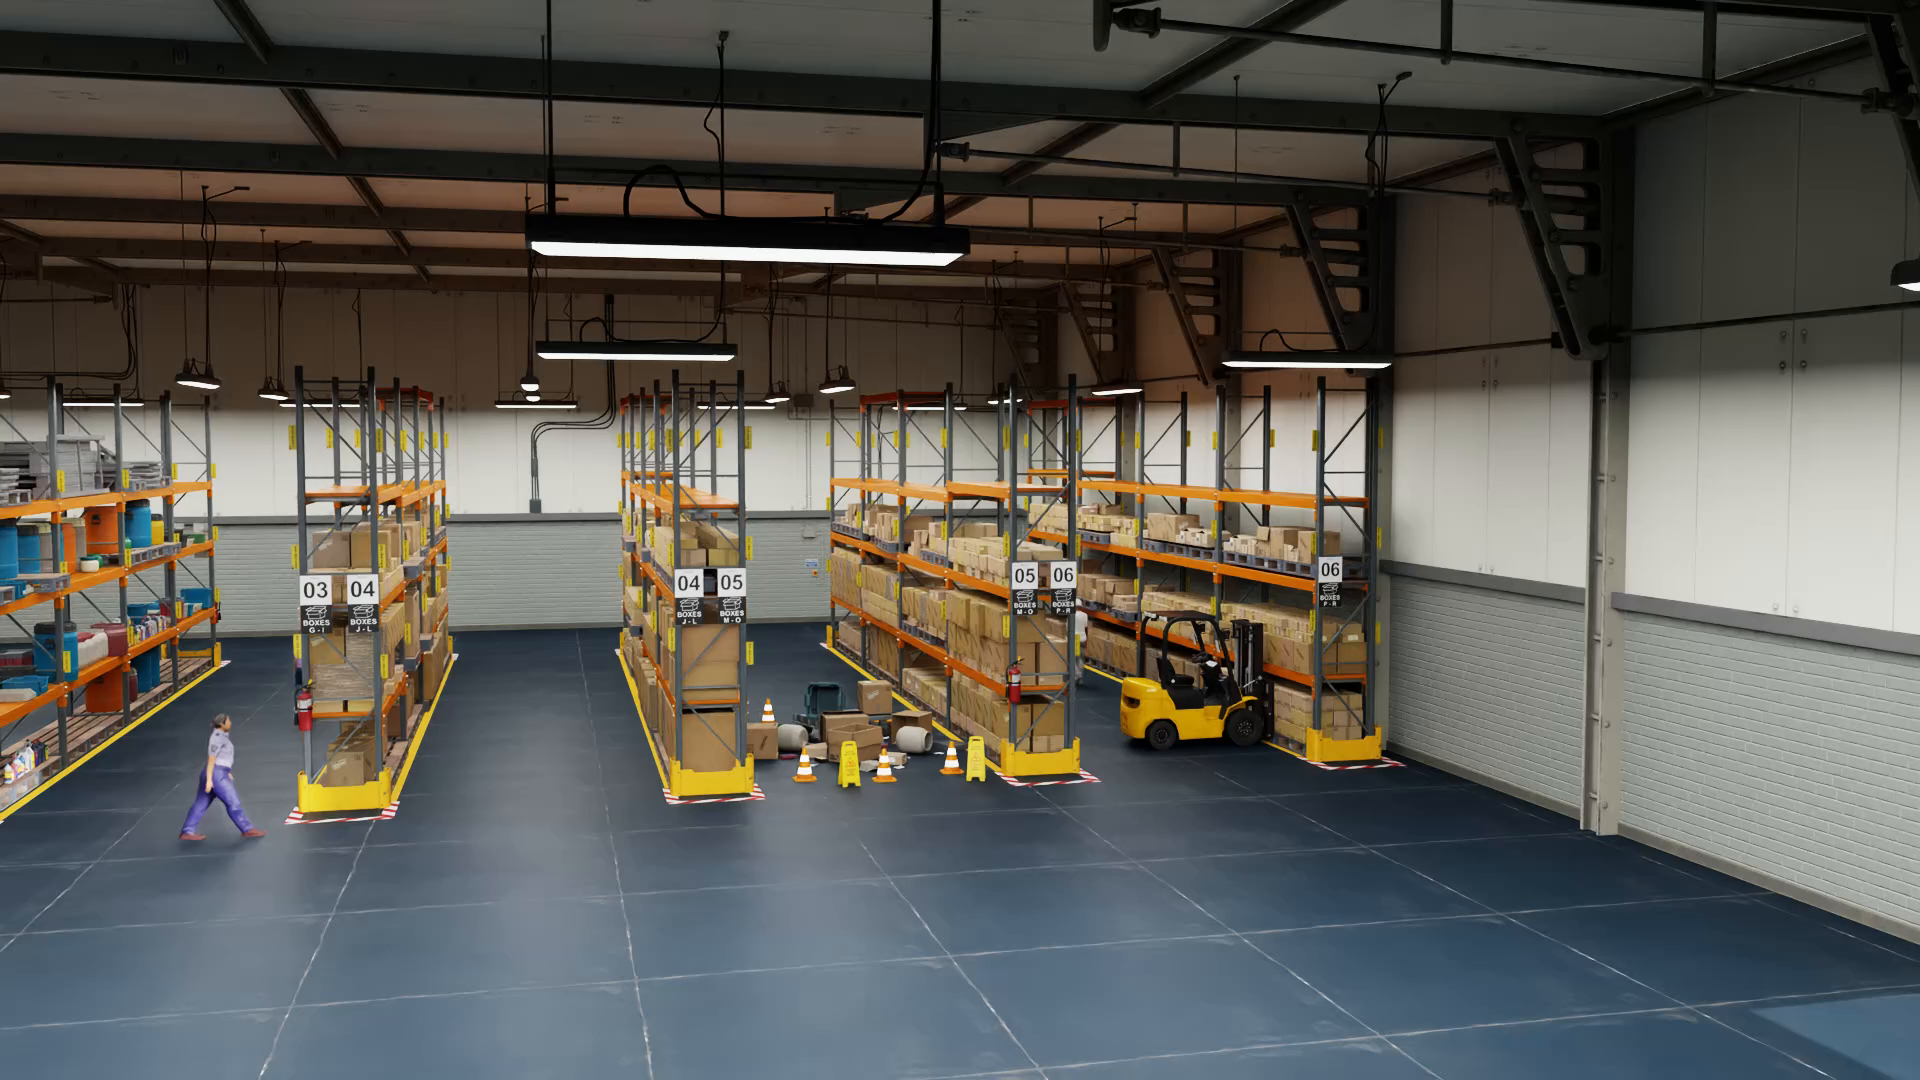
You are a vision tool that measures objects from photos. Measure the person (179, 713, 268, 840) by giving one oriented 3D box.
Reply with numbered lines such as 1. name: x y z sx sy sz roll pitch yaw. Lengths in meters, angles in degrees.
1. person: -9.242 2.944 20.821 0.993 1.572 0.515 -2 4 -29

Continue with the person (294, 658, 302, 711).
1. person: -12.039 2.425 30.614 0.444 1.489 0.481 -1 3 -12

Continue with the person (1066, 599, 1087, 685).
1. person: 2.414 2.085 34.126 0.467 1.767 0.616 3 4 40
